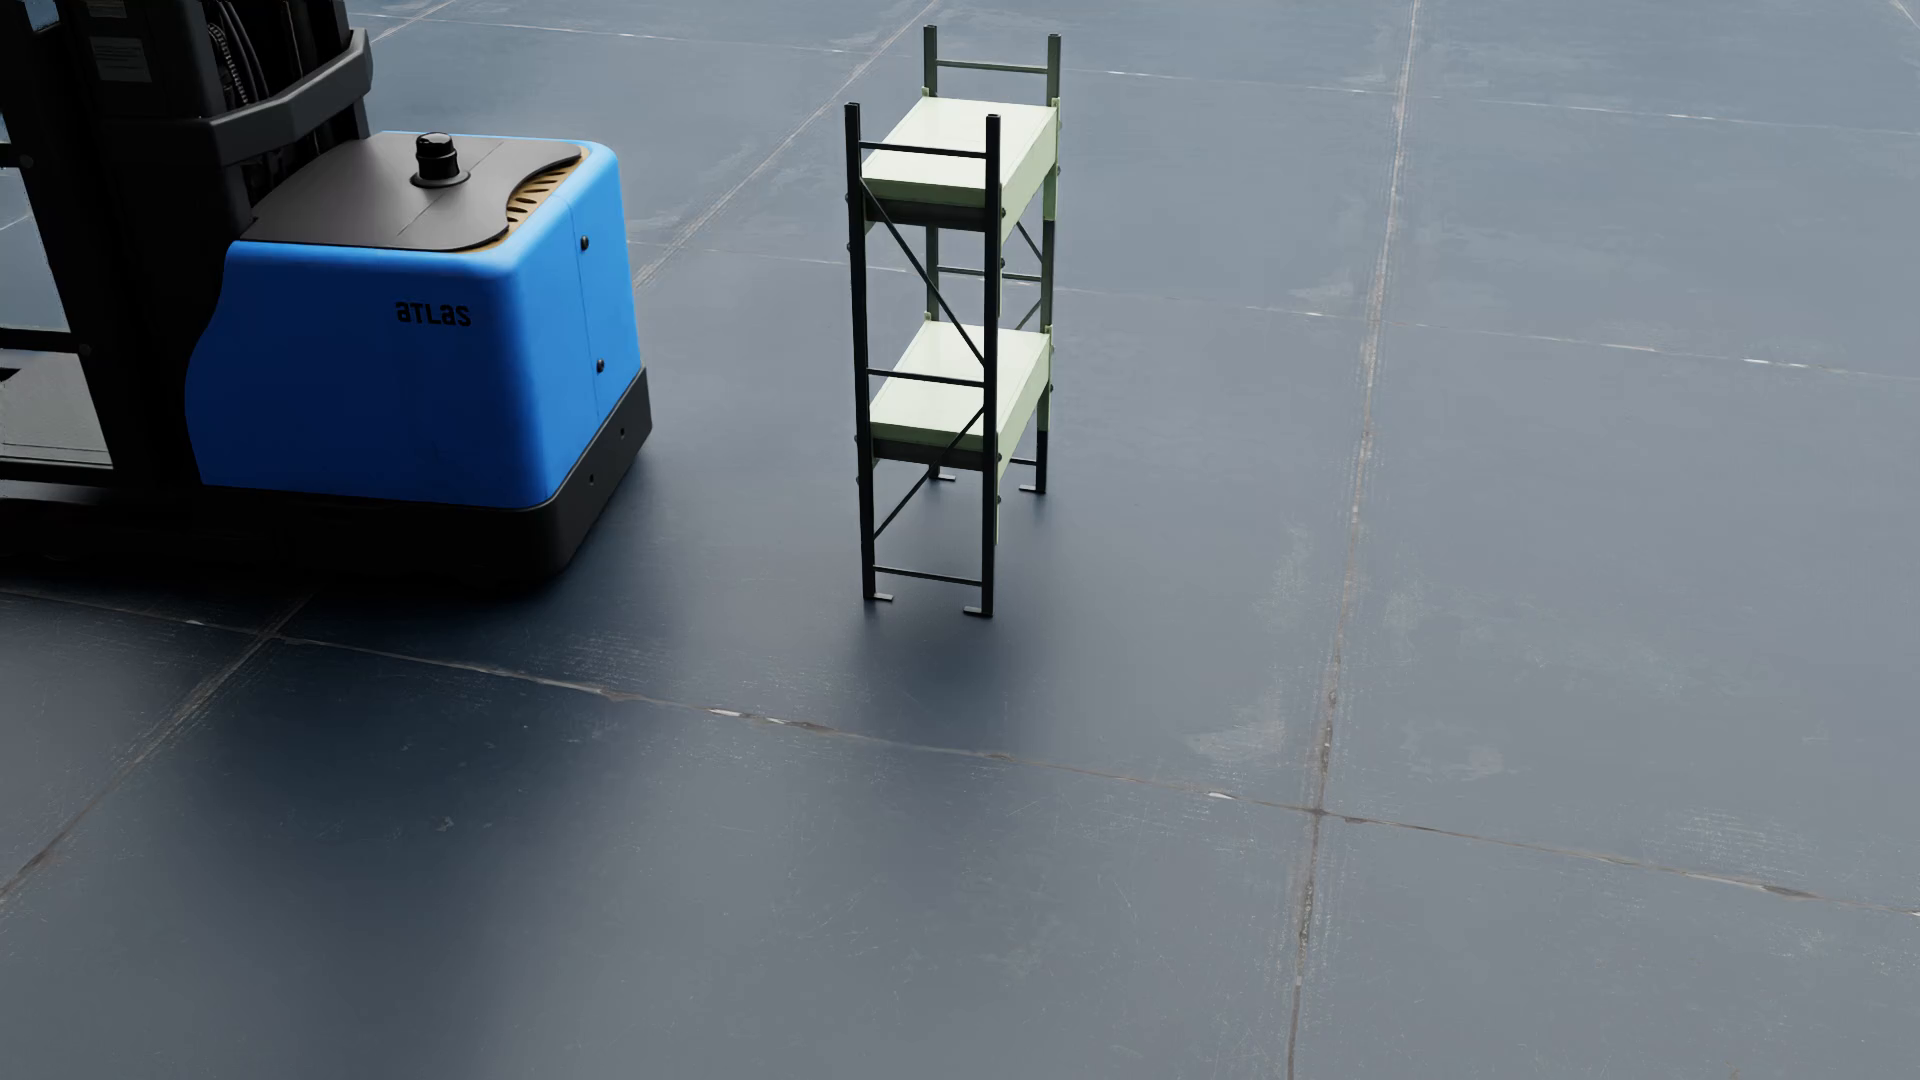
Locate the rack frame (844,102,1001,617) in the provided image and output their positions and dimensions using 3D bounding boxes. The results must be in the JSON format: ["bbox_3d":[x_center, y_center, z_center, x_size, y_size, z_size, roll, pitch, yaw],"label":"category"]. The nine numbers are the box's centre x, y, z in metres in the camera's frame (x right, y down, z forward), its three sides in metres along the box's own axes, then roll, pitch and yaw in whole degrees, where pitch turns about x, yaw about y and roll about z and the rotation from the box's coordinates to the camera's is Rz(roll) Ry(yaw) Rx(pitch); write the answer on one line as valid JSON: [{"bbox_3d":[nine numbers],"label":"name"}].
[{"bbox_3d":[-0.095,-0.440,4.543,0.400,1.500,0.023,8,33,12],"label":"rack frame"}]

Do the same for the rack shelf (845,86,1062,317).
[{"bbox_3d":[-0.002,-0.959,4.633,0.431,0.370,0.720,8,33,12],"label":"rack shelf"}]

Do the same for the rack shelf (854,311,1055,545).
[{"bbox_3d":[-0.002,-0.354,5.017,0.431,0.370,0.720,8,33,12],"label":"rack shelf"}]

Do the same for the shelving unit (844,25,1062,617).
[{"bbox_3d":[-0.002,-0.629,4.842,0.431,1.500,0.755,8,33,12],"label":"shelving unit"}]

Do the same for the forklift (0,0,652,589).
[{"bbox_3d":[-2.619,-1.445,4.791,3.031,2.935,1.130,5,33,7],"label":"forklift"}]

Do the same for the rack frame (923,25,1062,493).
[{"bbox_3d":[0.091,-0.819,5.141,0.400,1.500,0.023,8,33,12],"label":"rack frame"}]
